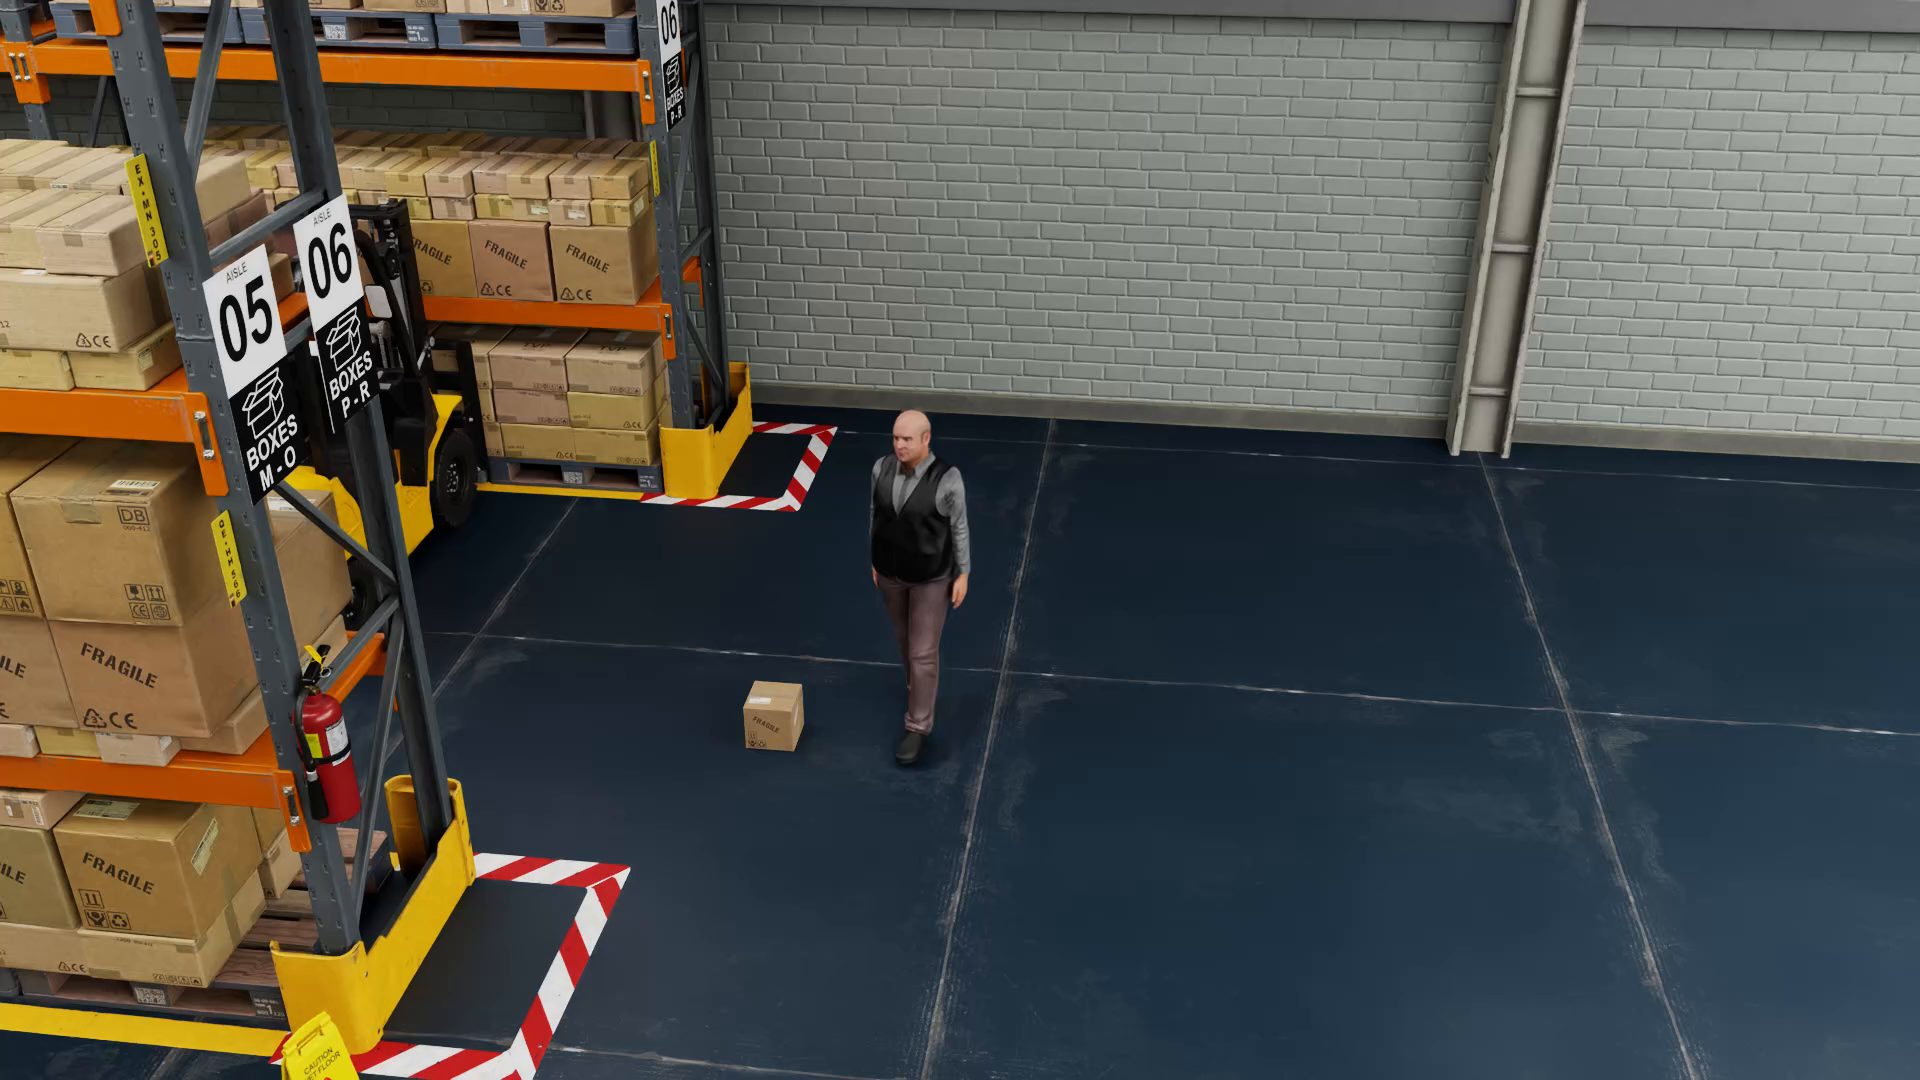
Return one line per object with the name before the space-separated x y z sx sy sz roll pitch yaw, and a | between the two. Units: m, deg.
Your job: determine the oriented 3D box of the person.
person | -0.284 0.218 8.226 0.572 1.713 0.717 14 31 25
